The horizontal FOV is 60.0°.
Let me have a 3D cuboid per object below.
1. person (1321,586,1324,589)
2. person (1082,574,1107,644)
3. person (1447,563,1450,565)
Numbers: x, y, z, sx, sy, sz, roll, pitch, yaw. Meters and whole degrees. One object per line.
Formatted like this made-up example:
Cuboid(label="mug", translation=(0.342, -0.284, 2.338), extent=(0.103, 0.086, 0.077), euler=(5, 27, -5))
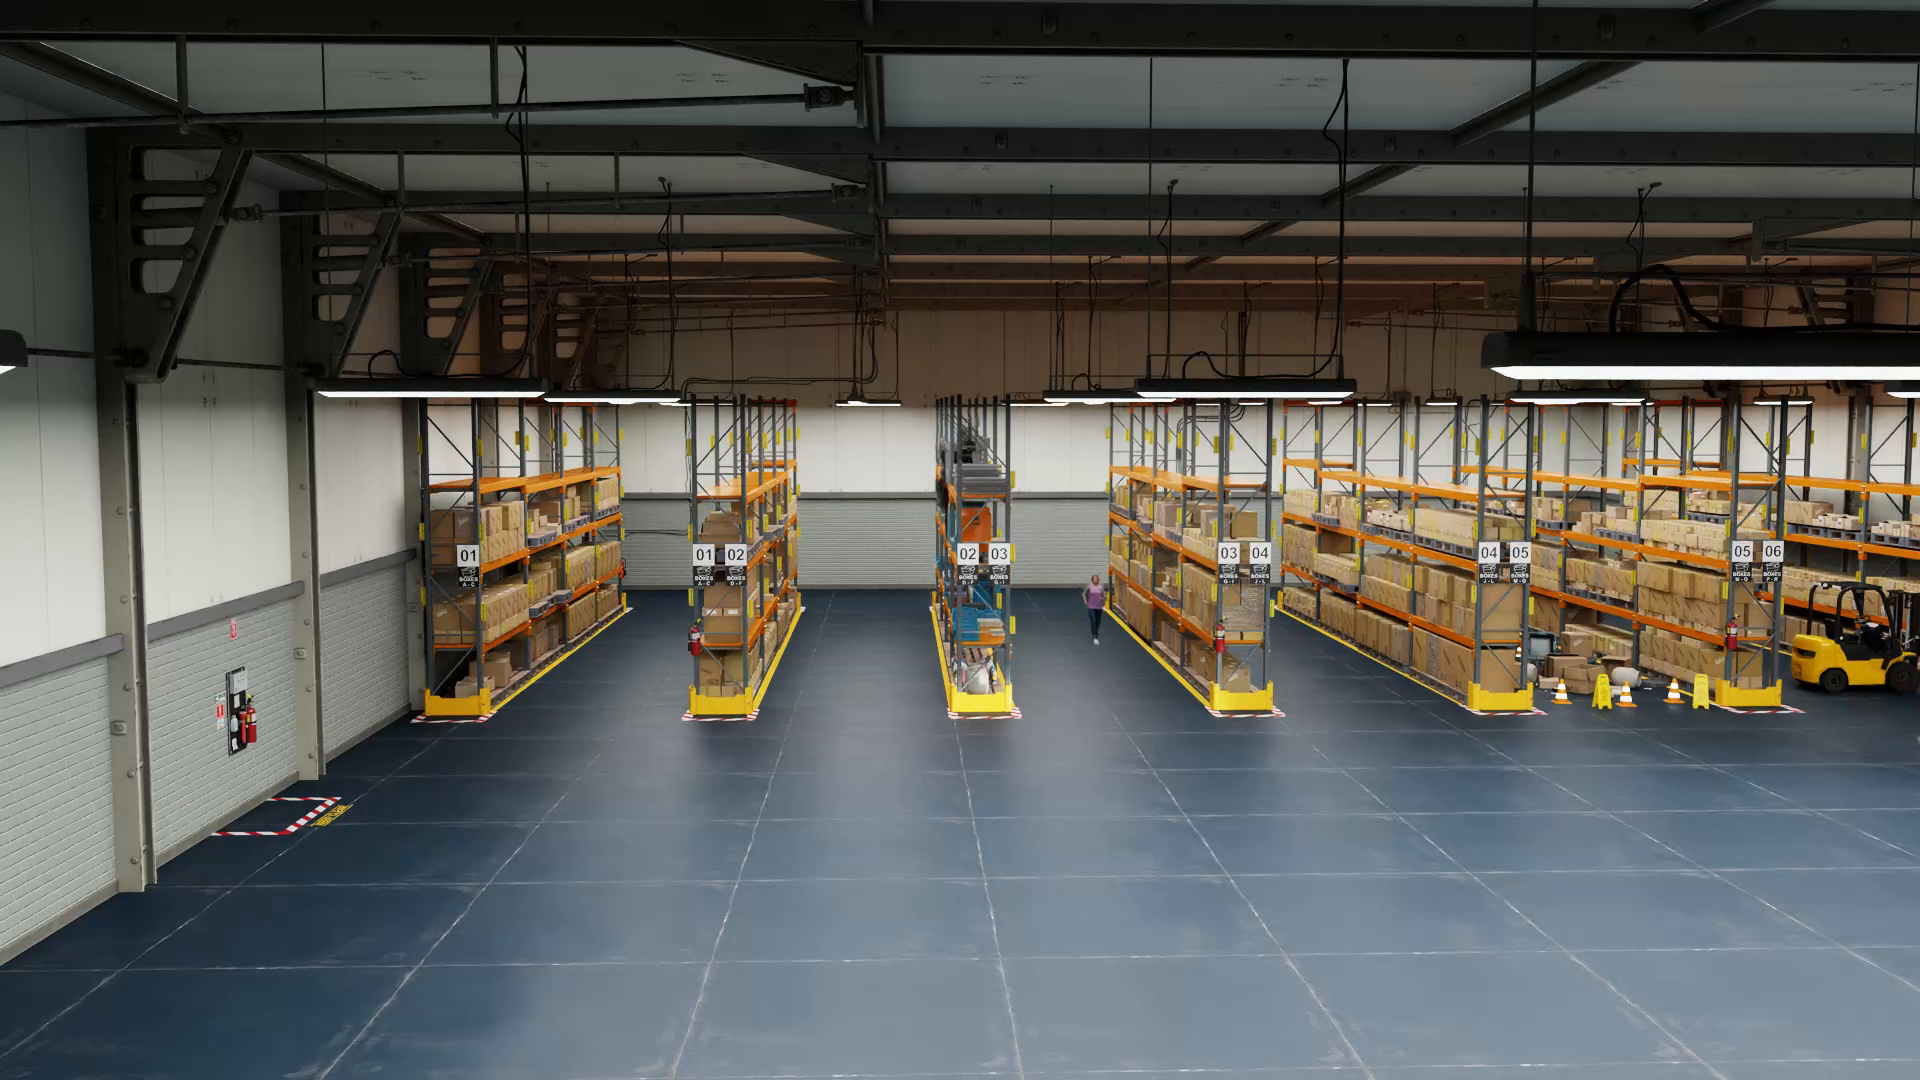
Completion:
Cuboid(label="person", translation=(10.545, 1.032, 48.646), extent=(0.597, 1.714, 0.708), euler=(3, 6, 37))
Cuboid(label="person", translation=(3.128, 1.594, 38.505), extent=(0.542, 1.601, 0.821), euler=(-1, 5, -8))
Cuboid(label="person", translation=(14.540, 1.040, 49.299), extent=(0.727, 1.650, 0.612), euler=(2, 5, 22))
